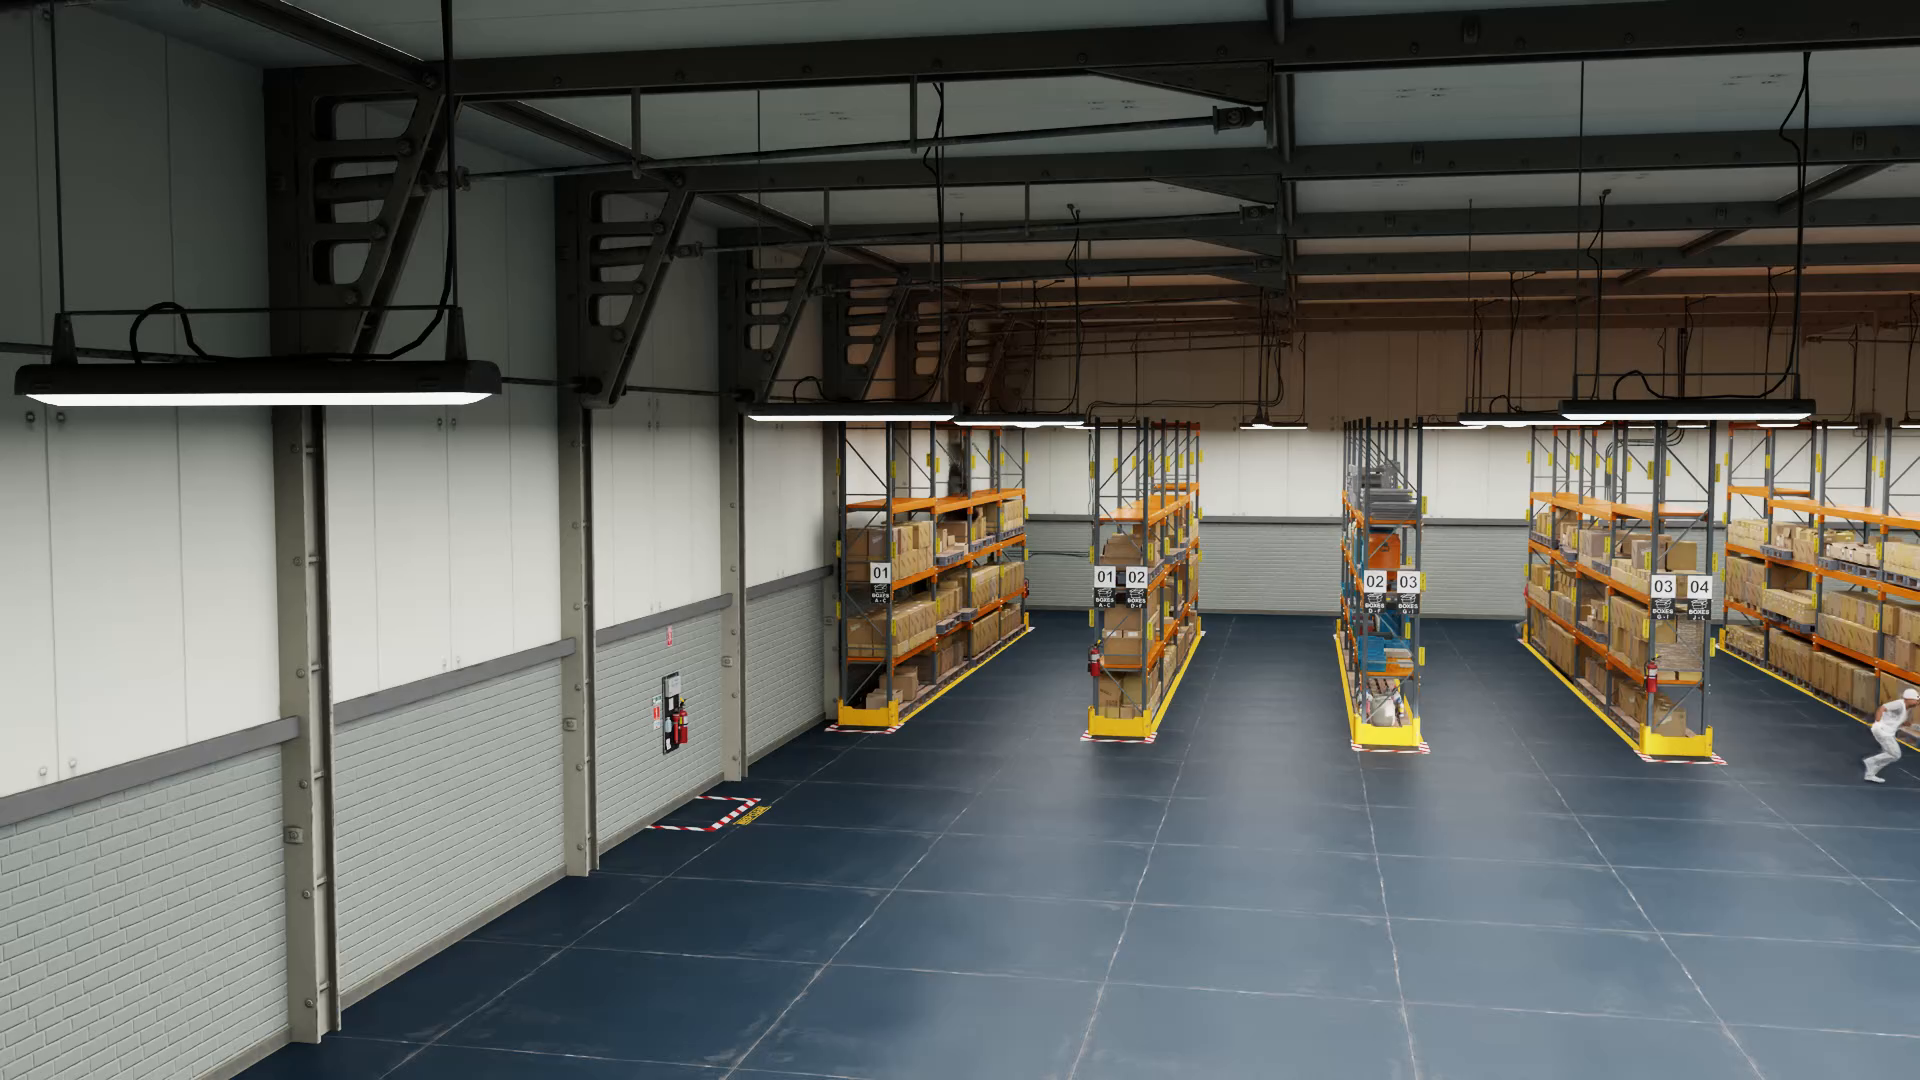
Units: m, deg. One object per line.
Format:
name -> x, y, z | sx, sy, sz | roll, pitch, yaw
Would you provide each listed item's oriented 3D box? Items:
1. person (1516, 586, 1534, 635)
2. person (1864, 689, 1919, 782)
person -> 15.865, 1.875, 46.326 | 0.679, 1.683, 0.658 | 2, 4, 29
person -> 15.119, 3.180, 26.962 | 0.716, 1.591, 0.819 | -4, 5, -44
